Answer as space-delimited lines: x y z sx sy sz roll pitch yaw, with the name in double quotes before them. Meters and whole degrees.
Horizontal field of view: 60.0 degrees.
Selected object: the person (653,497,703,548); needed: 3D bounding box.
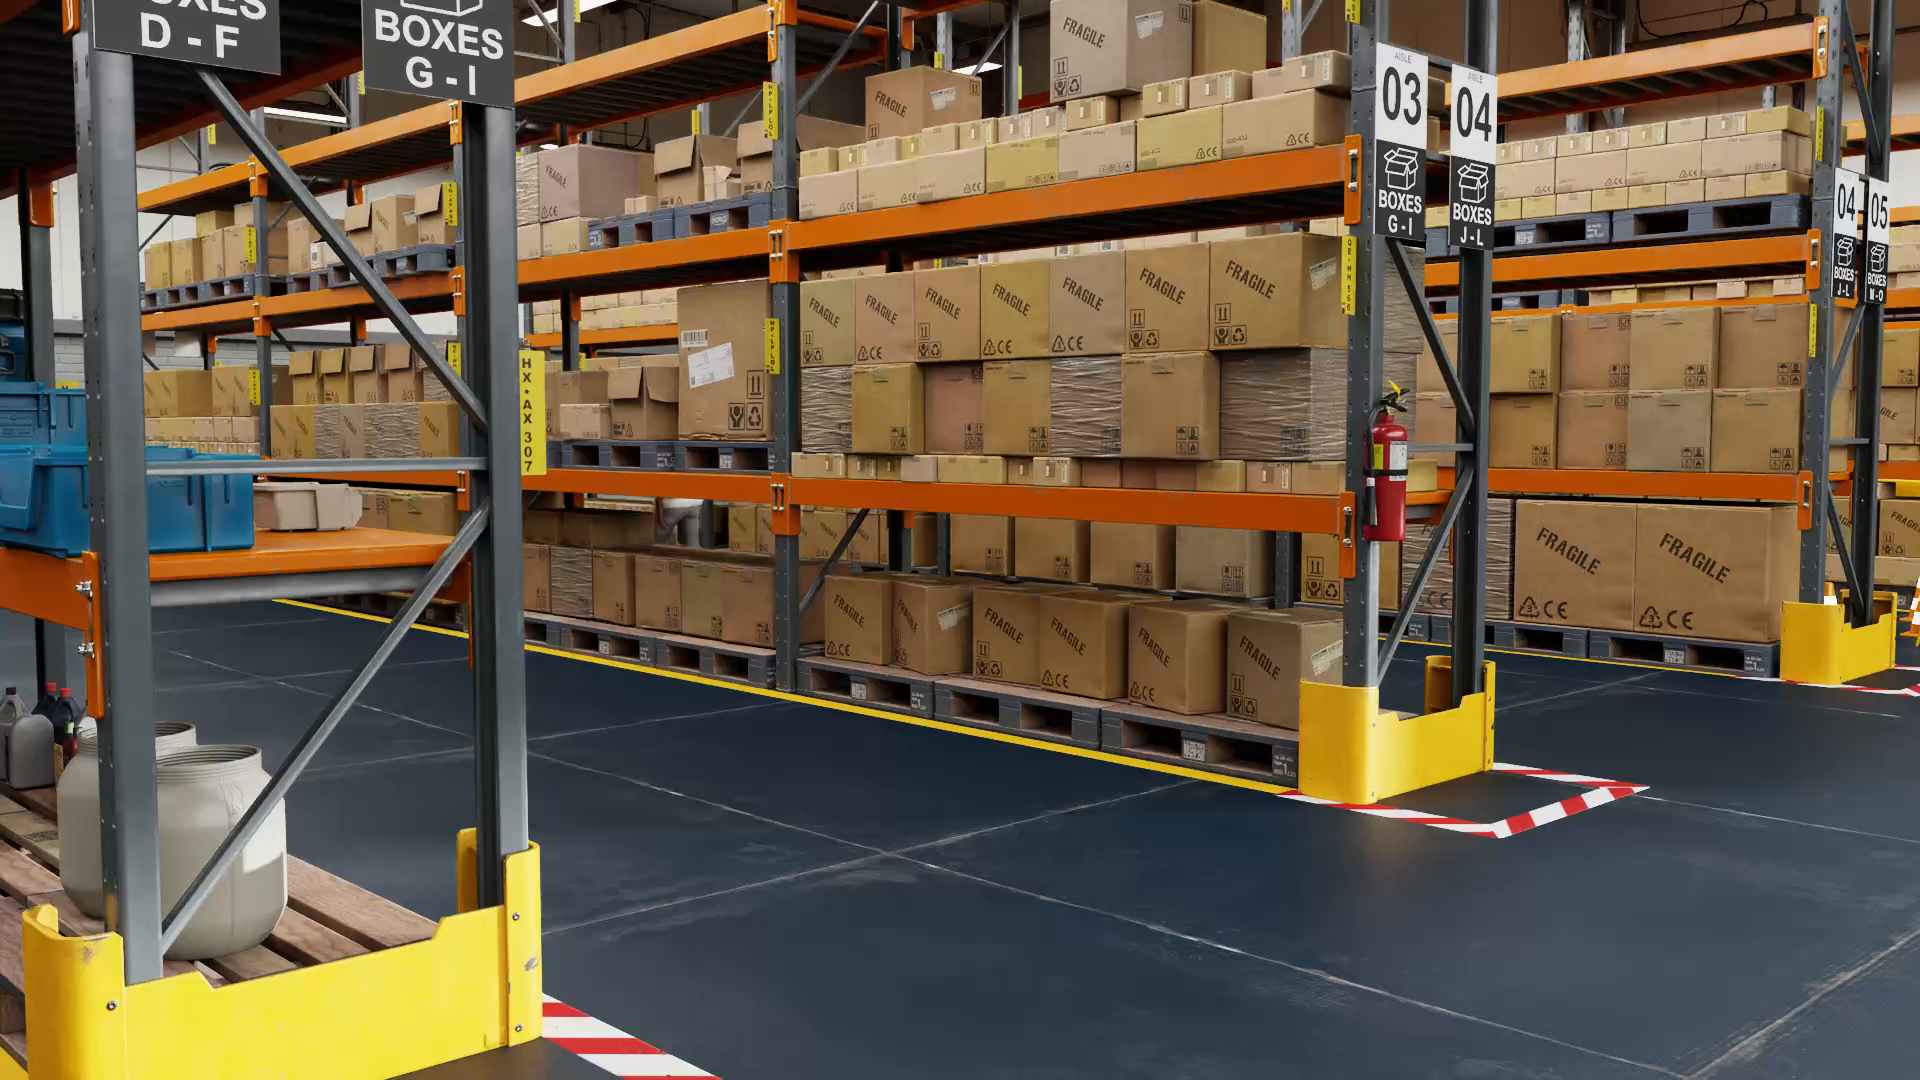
"person" -2.500 -0.251 14.548 0.571 1.816 0.756 -3 5 -41
